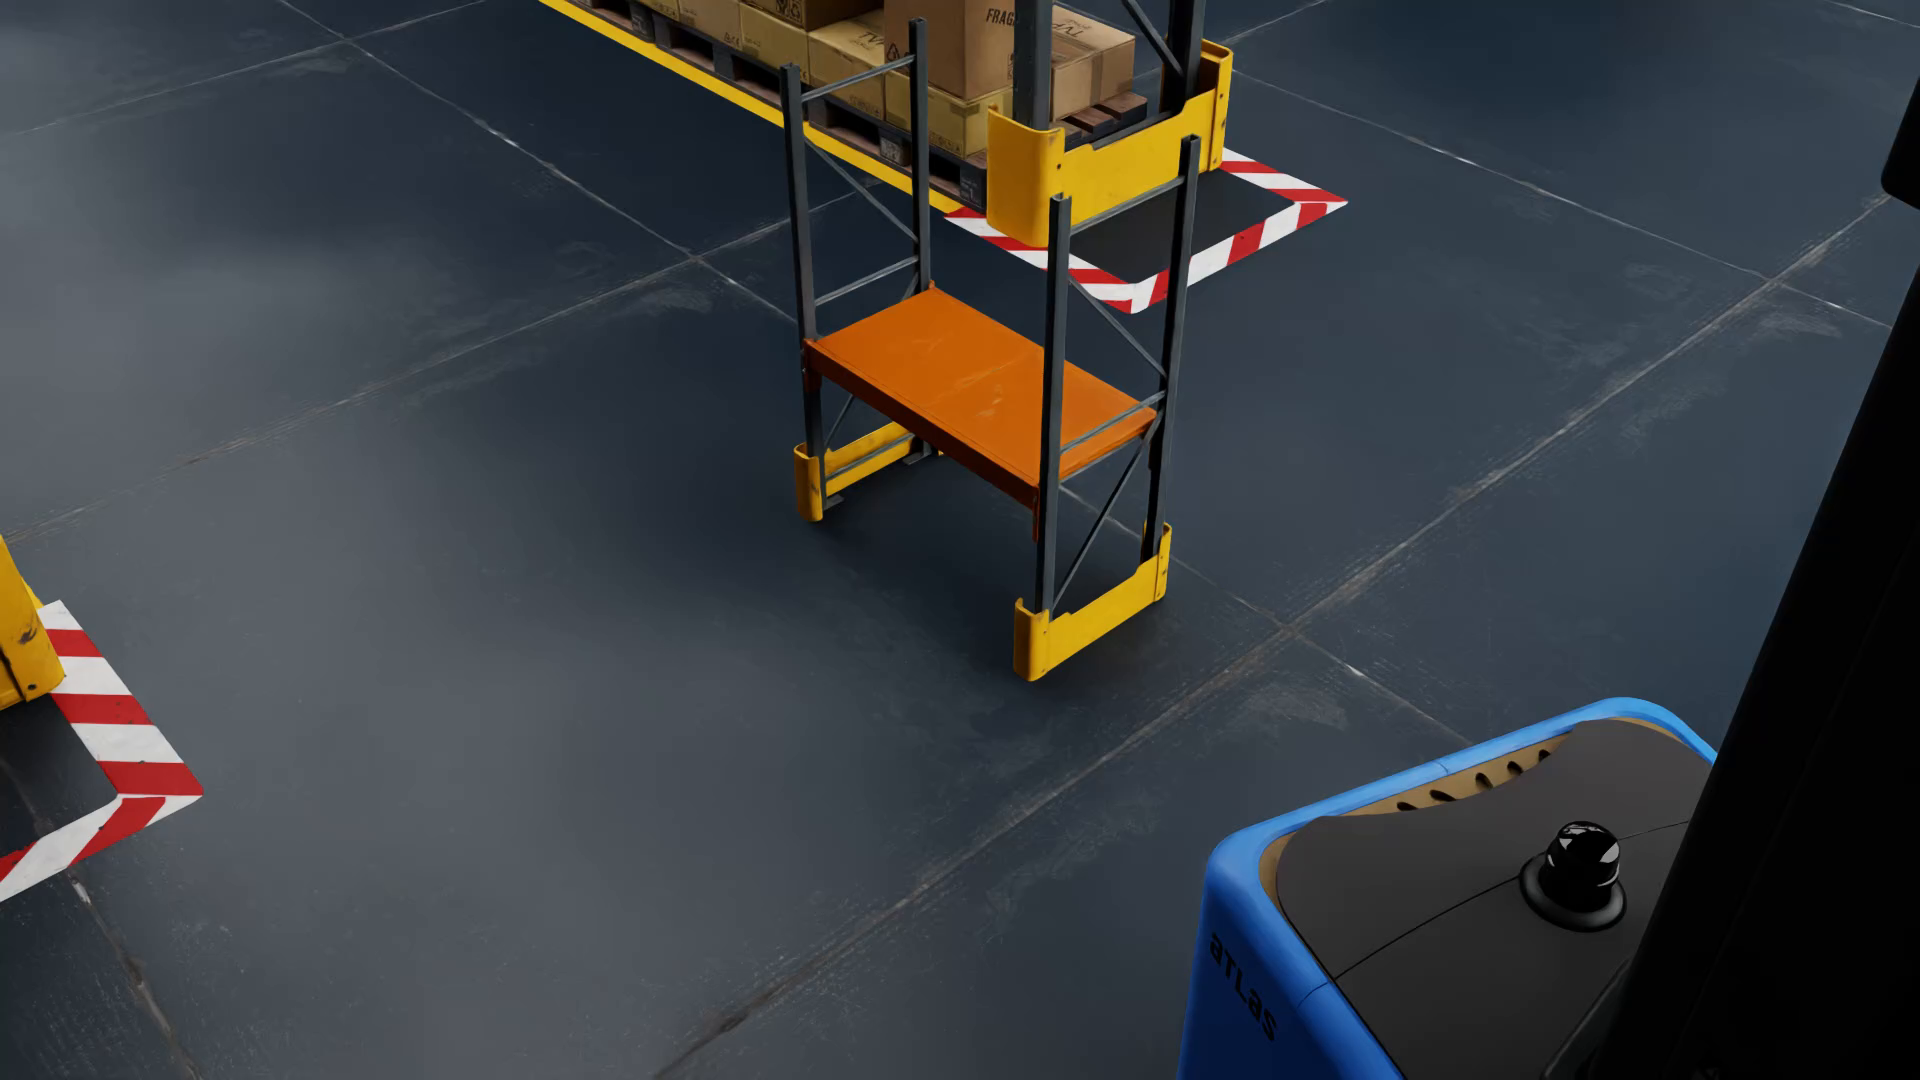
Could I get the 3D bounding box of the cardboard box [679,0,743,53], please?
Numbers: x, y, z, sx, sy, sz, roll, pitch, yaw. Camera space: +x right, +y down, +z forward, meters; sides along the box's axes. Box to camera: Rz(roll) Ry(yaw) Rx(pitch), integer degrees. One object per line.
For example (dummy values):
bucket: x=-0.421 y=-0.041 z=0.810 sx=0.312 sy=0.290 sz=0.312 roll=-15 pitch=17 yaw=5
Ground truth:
cardboard box: x=-0.991 y=-2.572 z=7.901 sx=0.500 sy=0.250 sz=0.500 roll=-30 pitch=48 yaw=-32

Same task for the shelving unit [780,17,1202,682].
shelving unit: x=0.052 y=-0.548 z=4.735 sx=0.587 sy=1.500 sz=1.083 roll=-30 pitch=48 yaw=-32

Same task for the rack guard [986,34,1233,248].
rack guard: x=0.629 y=-1.683 z=6.936 sx=1.175 sy=0.500 sz=0.348 roll=-30 pitch=48 yaw=-32

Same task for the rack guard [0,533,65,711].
rack guard: x=-3.085 y=0.378 z=4.385 sx=1.175 sy=0.500 sz=0.348 roll=-30 pitch=48 yaw=-32

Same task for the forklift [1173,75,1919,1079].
forklift: x=1.471 y=0.945 z=1.747 sx=1.130 sy=2.935 sz=3.031 roll=-16 pitch=41 yaw=-18

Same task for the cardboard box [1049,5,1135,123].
cardboard box: x=0.414 y=-2.103 z=7.321 sx=0.500 sy=0.250 sz=0.500 roll=-30 pitch=48 yaw=-32

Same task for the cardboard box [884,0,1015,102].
cardboard box: x=0.031 y=-2.174 z=6.811 sx=0.500 sy=0.500 sz=0.500 roll=-30 pitch=48 yaw=-32

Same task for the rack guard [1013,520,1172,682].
rack guard: x=0.388 y=0.169 z=4.842 sx=0.587 sy=0.250 sz=0.087 roll=-30 pitch=48 yaw=-32

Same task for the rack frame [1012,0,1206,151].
rack frame: x=0.613 y=-2.667 z=6.164 sx=1.000 sy=3.000 sz=0.127 roll=-30 pitch=48 yaw=-32

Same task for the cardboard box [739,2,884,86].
cardboard box: x=-0.654 y=-2.340 z=7.614 sx=0.500 sy=0.250 sz=0.500 roll=-30 pitch=48 yaw=-32

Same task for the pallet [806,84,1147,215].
pallet: x=0.065 y=-1.918 z=7.457 sx=1.003 sy=0.211 sz=1.213 roll=-30 pitch=48 yaw=-32

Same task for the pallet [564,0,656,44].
pallet: x=-1.585 y=-3.047 z=8.855 sx=1.003 sy=0.211 sz=1.213 roll=-30 pitch=48 yaw=-32

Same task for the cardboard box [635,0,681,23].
cardboard box: x=-1.333 y=-2.801 z=8.185 sx=0.500 sy=0.250 sz=0.500 roll=-30 pitch=48 yaw=-32

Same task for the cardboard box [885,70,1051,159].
cardboard box: x=0.033 y=-1.883 z=7.048 sx=0.500 sy=0.250 sz=0.500 roll=-30 pitch=48 yaw=-32

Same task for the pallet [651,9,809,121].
pallet: x=-0.756 y=-2.482 z=8.155 sx=1.003 sy=0.211 sz=1.213 roll=-30 pitch=48 yaw=-32

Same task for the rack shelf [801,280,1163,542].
rack shelf: x=0.058 y=-0.404 z=4.843 sx=0.538 sy=0.185 sz=1.000 roll=-30 pitch=48 yaw=-32

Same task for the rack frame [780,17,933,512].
rack frame: x=-0.286 y=-0.779 z=5.021 sx=0.500 sy=1.500 sz=0.032 roll=-30 pitch=48 yaw=-32

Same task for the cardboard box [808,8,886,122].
cardboard box: x=-0.314 y=-2.109 z=7.328 sx=0.500 sy=0.250 sz=0.500 roll=-30 pitch=48 yaw=-32

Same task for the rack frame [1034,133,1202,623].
rack frame: x=0.402 y=-0.309 z=4.439 sx=0.500 sy=1.500 sz=0.032 roll=-30 pitch=48 yaw=-32

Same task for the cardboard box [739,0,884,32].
cardboard box: x=-0.656 y=-2.630 z=7.377 sx=0.500 sy=0.500 sz=0.500 roll=-30 pitch=48 yaw=-32

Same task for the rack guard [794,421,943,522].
rack guard: x=-0.285 y=-0.292 z=5.413 sx=0.587 sy=0.250 sz=0.087 roll=-30 pitch=48 yaw=-32
